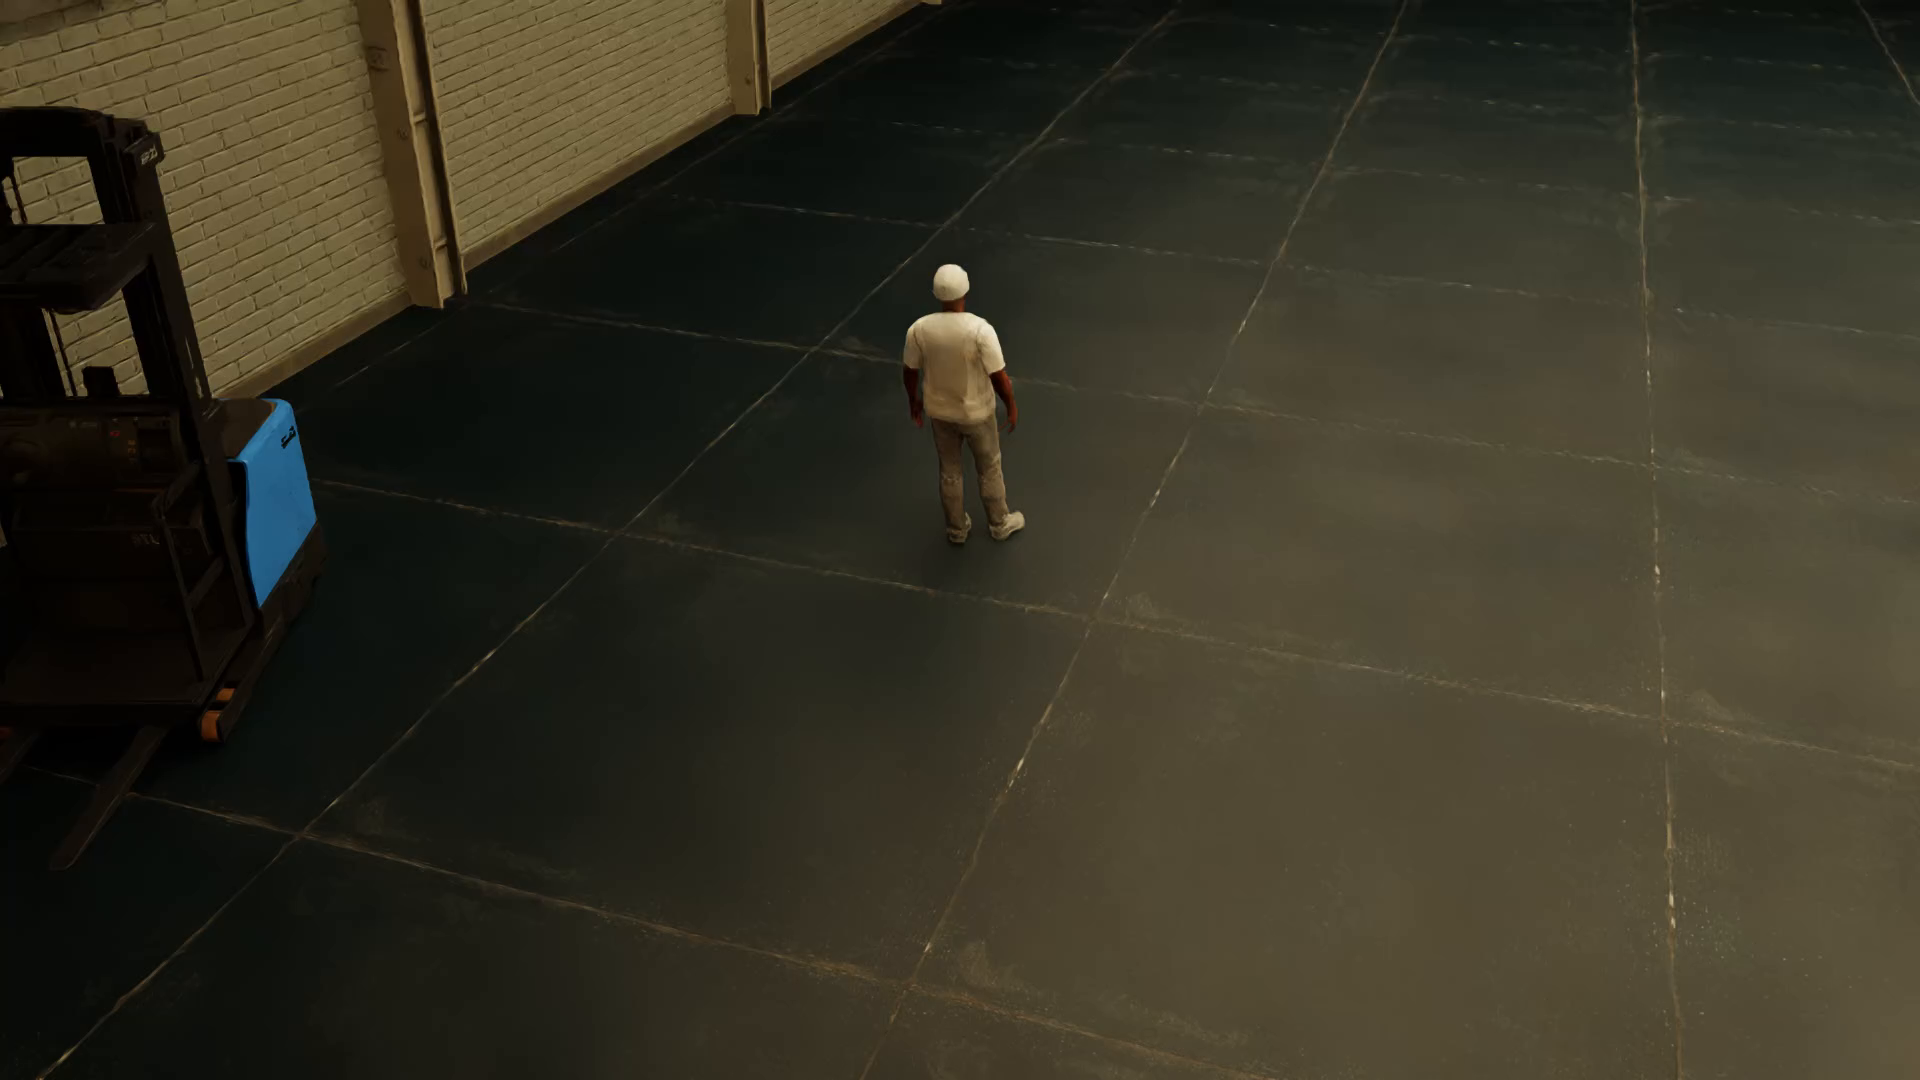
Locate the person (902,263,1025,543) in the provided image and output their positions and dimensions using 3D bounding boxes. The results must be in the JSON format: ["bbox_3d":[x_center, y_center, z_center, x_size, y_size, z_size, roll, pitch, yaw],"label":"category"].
[{"bbox_3d":[0.028,-0.805,9.711,0.665,1.766,0.576,10,31,16],"label":"person"}]

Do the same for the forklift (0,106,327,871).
[{"bbox_3d":[-4.220,-0.408,7.852,1.130,2.935,3.031,-1,30,-1],"label":"forklift"}]
